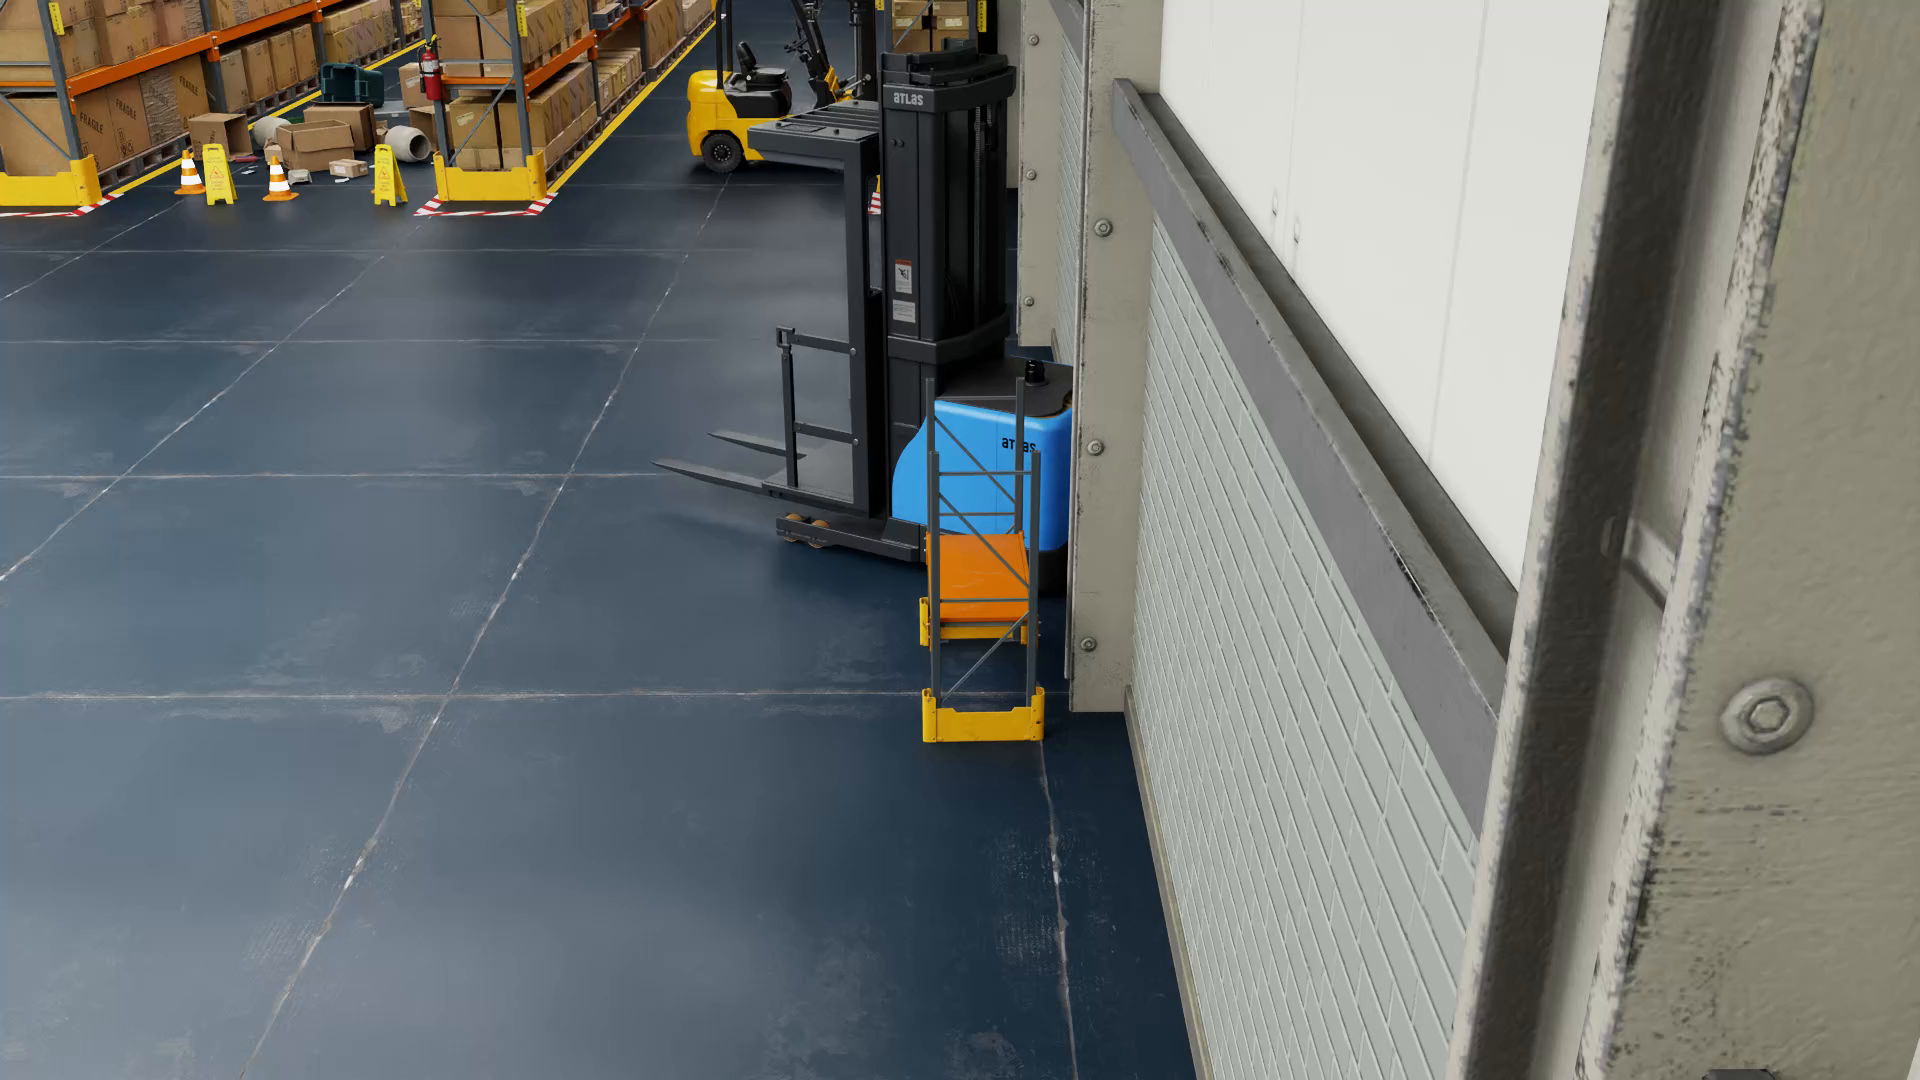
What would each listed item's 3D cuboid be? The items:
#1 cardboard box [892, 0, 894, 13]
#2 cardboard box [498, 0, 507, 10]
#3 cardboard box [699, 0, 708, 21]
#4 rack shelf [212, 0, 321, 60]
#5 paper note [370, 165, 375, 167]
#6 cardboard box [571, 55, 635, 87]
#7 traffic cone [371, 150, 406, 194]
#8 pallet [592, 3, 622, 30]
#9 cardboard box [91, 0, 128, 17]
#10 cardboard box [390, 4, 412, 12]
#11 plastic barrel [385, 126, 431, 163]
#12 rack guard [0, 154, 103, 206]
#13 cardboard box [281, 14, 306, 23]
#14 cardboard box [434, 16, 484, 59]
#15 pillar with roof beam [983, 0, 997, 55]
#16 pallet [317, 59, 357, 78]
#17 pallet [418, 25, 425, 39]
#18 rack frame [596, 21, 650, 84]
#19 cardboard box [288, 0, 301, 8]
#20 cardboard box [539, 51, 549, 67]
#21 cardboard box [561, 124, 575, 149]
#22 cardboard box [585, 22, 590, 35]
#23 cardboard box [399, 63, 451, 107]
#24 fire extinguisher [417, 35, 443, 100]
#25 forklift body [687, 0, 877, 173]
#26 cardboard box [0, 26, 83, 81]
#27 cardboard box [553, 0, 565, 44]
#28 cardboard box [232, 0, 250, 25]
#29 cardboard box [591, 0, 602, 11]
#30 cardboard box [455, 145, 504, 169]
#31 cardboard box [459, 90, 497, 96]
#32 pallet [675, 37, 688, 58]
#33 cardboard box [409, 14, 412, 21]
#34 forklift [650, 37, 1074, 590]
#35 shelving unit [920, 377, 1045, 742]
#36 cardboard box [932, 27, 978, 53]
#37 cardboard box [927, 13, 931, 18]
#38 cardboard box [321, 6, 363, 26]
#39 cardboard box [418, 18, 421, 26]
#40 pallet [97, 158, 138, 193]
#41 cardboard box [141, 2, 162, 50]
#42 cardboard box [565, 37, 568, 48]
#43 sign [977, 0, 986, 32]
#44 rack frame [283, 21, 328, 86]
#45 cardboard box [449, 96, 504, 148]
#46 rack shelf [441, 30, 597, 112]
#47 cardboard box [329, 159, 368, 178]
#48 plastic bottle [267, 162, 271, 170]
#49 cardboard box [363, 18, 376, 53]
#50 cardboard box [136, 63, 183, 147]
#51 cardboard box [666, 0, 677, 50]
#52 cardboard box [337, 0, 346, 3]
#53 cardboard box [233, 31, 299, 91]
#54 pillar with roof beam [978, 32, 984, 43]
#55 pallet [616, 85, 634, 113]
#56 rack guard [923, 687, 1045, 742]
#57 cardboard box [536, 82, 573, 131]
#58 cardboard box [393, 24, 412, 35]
[{"bbox_3d":[-0.569,-5.966,18.532,0.380,0.149,0.250,0,24,0],"label":"cardboard box"},{"bbox_3d":[-5.506,-6.272,18.783,0.700,0.500,0.500,0,24,0],"label":"cardboard box"},{"bbox_3d":[-5.333,-10.186,31.731,0.875,0.438,0.875,0,24,1],"label":"cardboard box"},{"bbox_3d":[-10.298,-7.298,23.620,1.077,0.370,4.000,0,24,-1],"label":"rack shelf"},{"bbox_3d":[-7.144,-4.591,20.377,0.148,0.019,0.142,8,26,18],"label":"paper note"},{"bbox_3d":[-5.359,-6.971,24.703,0.950,0.372,0.625,-1,24,-2],"label":"cardboard box"},{"bbox_3d":[-6.579,-4.233,19.048,0.336,0.463,0.334,0,24,-1],"label":"traffic cone"},{"bbox_3d":[-5.191,-7.094,22.528,1.003,0.211,1.213,0,24,-1],"label":"pallet"},{"bbox_3d":[-10.167,-6.325,19.102,0.875,0.550,0.550,0,24,-1],"label":"cardboard box"},{"bbox_3d":[-10.156,-9.623,30.114,0.380,0.149,0.250,-1,24,-1],"label":"cardboard box"},{"bbox_3d":[-6.821,-4.888,20.544,0.512,0.421,0.421,19,30,35],"label":"plastic barrel"},{"bbox_3d":[-10.233,-4.005,18.498,1.175,0.500,0.348,0,24,-1],"label":"rack guard"},{"bbox_3d":[-10.590,-8.125,26.188,0.500,0.250,0.500,-1,24,-2],"label":"cardboard box"},{"bbox_3d":[-5.566,-5.621,18.556,0.500,0.500,0.500,-1,24,-1],"label":"cardboard box"},{"bbox_3d":[-3.797,-10.719,23.030,9.100,9.000,0.400,0,24,-1],"label":"pillar with roof beam"},{"bbox_3d":[-10.327,-7.502,26.580,1.003,0.211,1.213,0,24,-1],"label":"pallet"},{"bbox_3d":[-10.423,-9.609,31.239,1.003,0.211,1.213,0,24,-1],"label":"pallet"},{"bbox_3d":[-5.371,-8.514,25.435,1.000,3.000,0.127,0,24,-1],"label":"rack frame"},{"bbox_3d":[-10.043,-8.106,24.411,0.500,0.500,0.500,0,24,-1],"label":"cardboard box"},{"bbox_3d":[-4.977,-5.562,19.214,0.380,0.149,0.250,0,24,0],"label":"cardboard box"},{"bbox_3d":[-5.033,-4.925,20.326,0.500,0.250,0.500,1,24,3],"label":"cardboard box"},{"bbox_3d":[-5.020,-6.620,21.553,0.380,0.149,0.250,-1,24,-1],"label":"cardboard box"},{"bbox_3d":[-7.107,-6.052,22.105,0.500,0.500,0.500,0,24,-1],"label":"cardboard box"},{"bbox_3d":[-5.744,-5.133,18.053,0.296,0.674,0.183,0,24,-1],"label":"fire extinguisher"},{"bbox_3d":[-2.166,-5.628,20.084,2.313,2.155,1.214,0,24,-1],"label":"forklift body"},{"bbox_3d":[-10.282,-5.375,18.312,0.875,0.550,0.550,0,24,-1],"label":"cardboard box"},{"bbox_3d":[-5.041,-6.228,19.898,0.500,0.500,0.500,-1,24,-2],"label":"cardboard box"},{"bbox_3d":[-10.019,-7.273,22.571,0.500,0.500,0.500,0,24,0],"label":"cardboard box"},{"bbox_3d":[-5.018,-7.172,22.263,0.380,0.149,0.250,0,24,0],"label":"cardboard box"},{"bbox_3d":[-5.562,-4.498,19.382,0.500,0.250,0.500,0,24,-1],"label":"cardboard box"},{"bbox_3d":[-5.625,-5.273,19.399,0.380,0.149,0.250,0,24,1],"label":"cardboard box"},{"bbox_3d":[-5.331,-8.574,28.952,1.003,0.211,1.213,0,24,-1],"label":"pallet"},{"bbox_3d":[-10.179,-9.481,30.163,0.380,0.149,0.250,0,24,-1],"label":"cardboard box"},{"bbox_3d":[-0.543,-1.461,9.924,3.031,2.935,1.130,13,27,26],"label":"forklift"},{"bbox_3d":[0.096,0.073,8.268,0.587,1.500,1.083,-1,24,-2],"label":"shelving unit"},{"bbox_3d":[-0.049,-5.492,18.633,0.500,0.500,0.500,1,24,1],"label":"cardboard box"},{"bbox_3d":[-0.591,-5.914,19.564,0.500,0.500,0.500,-1,24,-2],"label":"cardboard box"},{"bbox_3d":[-10.084,-8.542,27.112,0.500,0.250,0.500,0,24,0],"label":"cardboard box"},{"bbox_3d":[-10.195,-9.569,30.718,0.380,0.149,0.250,-1,24,-3],"label":"cardboard box"},{"bbox_3d":[-10.320,-4.212,19.307,1.003,0.211,1.213,0,24,-1],"label":"pallet"},{"bbox_3d":[-10.344,-6.269,20.289,0.875,0.550,0.550,0,24,-1],"label":"cardboard box"},{"bbox_3d":[-5.032,-6.096,20.394,0.380,0.149,0.250,-1,24,-1],"label":"cardboard box"},{"bbox_3d":[0.234,-5.672,18.004,0.100,0.325,0.005,0,24,-1],"label":"sign"},{"bbox_3d":[-10.320,-8.450,25.294,1.000,3.000,0.127,0,24,-1],"label":"rack frame"},{"bbox_3d":[-5.554,-4.827,19.199,0.500,0.500,0.500,0,24,0],"label":"cardboard box"},{"bbox_3d":[-5.306,-5.714,20.117,1.077,0.370,4.000,0,24,-1],"label":"rack shelf"},{"bbox_3d":[-7.318,-4.449,19.907,0.380,0.149,0.250,13,27,27],"label":"cardboard box"},{"bbox_3d":[-8.391,-4.579,20.300,0.133,0.061,0.283,-9,26,-19],"label":"plastic bottle"},{"bbox_3d":[-10.097,-8.424,27.760,0.500,0.500,0.500,-1,24,-2],"label":"cardboard box"},{"bbox_3d":[-10.326,-5.394,20.606,0.875,0.875,0.875,0,24,0],"label":"cardboard box"},{"bbox_3d":[-5.311,-8.758,28.044,0.875,0.875,0.875,0,24,1],"label":"cardboard box"},{"bbox_3d":[-10.612,-8.967,28.051,0.500,0.250,0.500,0,24,1],"label":"cardboard box"},{"bbox_3d":[-10.391,-7.005,24.319,1.050,0.750,0.750,0,24,0],"label":"cardboard box"},{"bbox_3d":[-3.863,-13.191,28.496,9.100,9.000,0.400,0,24,-1],"label":"pillar with roof beam"},{"bbox_3d":[-5.354,-6.420,24.189,1.003,0.211,1.213,0,24,-1],"label":"pallet"},{"bbox_3d":[0.113,0.848,8.072,0.587,0.250,0.087,-1,24,-2],"label":"rack guard"},{"bbox_3d":[-5.025,-5.263,20.165,0.500,0.500,0.500,0,24,0],"label":"cardboard box"},{"bbox_3d":[-10.047,-9.142,29.774,0.380,0.149,0.250,-1,24,-3],"label":"cardboard box"}]
